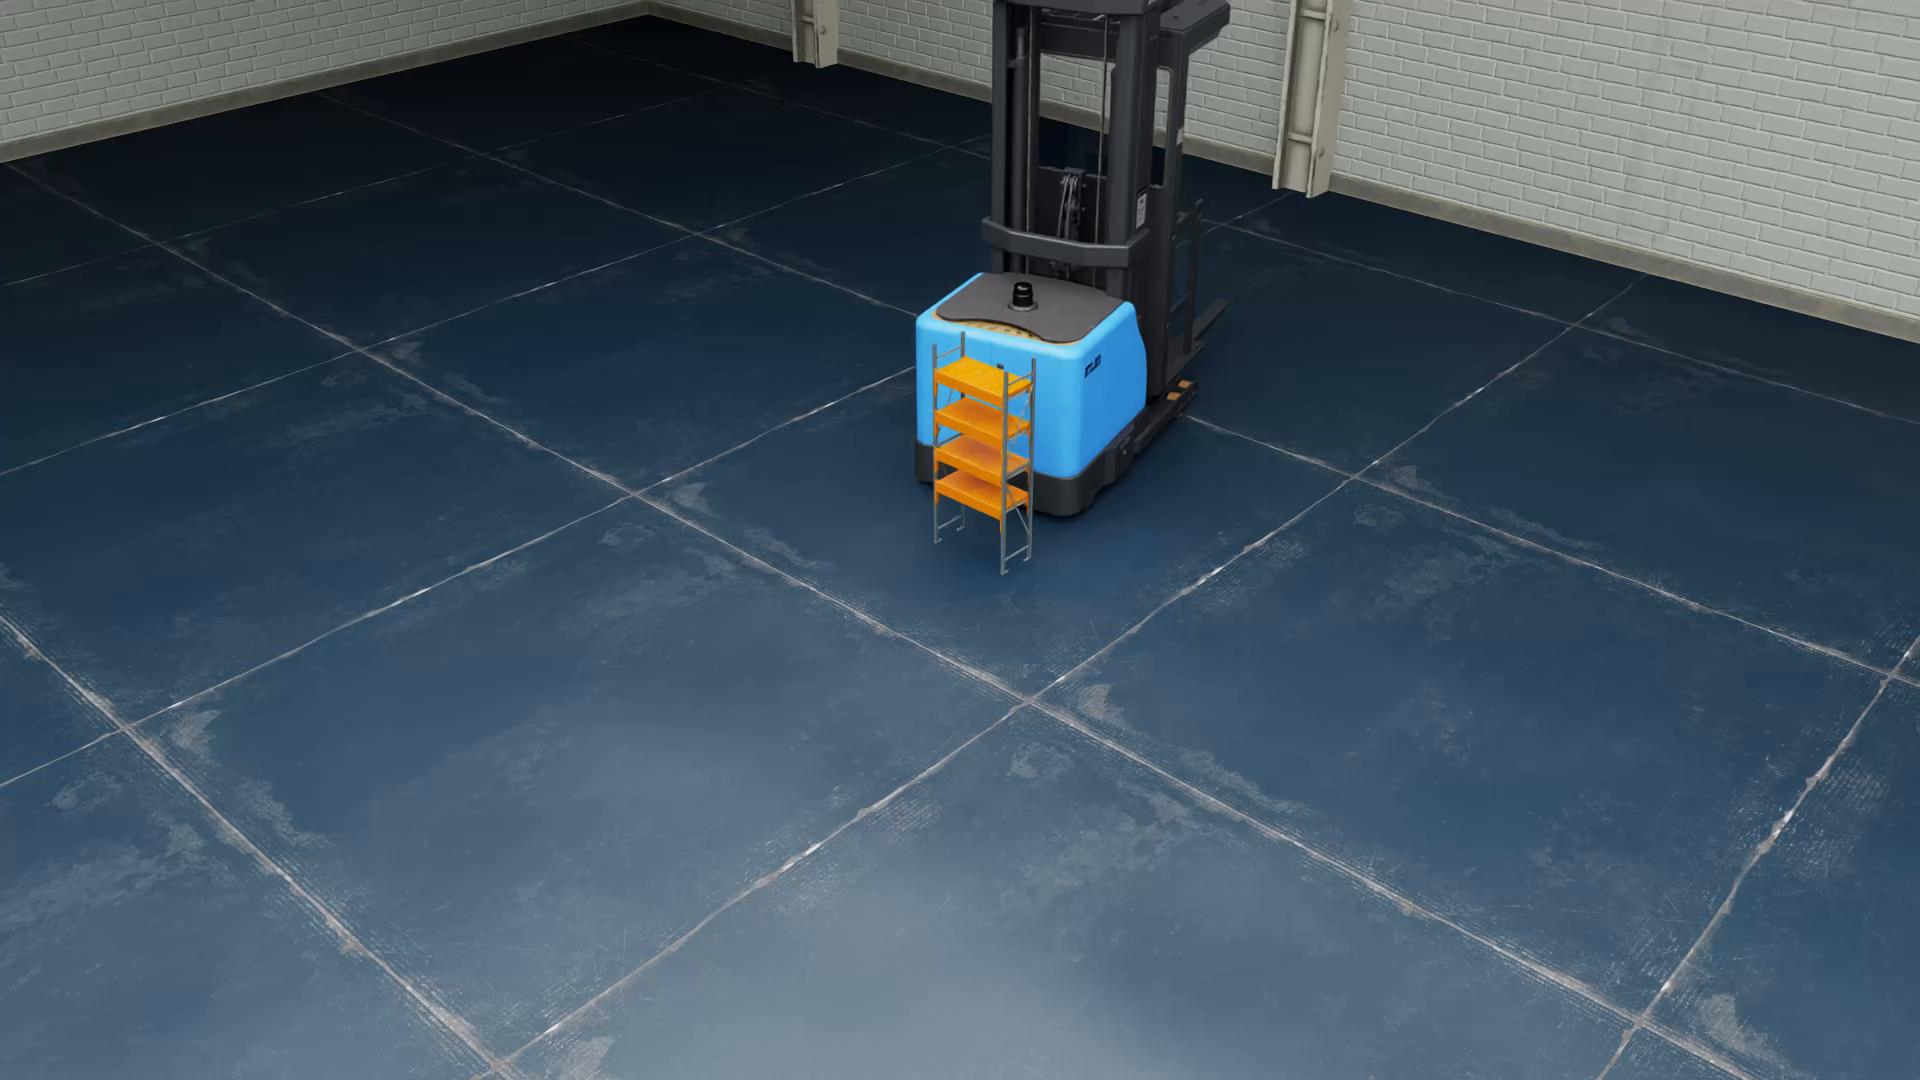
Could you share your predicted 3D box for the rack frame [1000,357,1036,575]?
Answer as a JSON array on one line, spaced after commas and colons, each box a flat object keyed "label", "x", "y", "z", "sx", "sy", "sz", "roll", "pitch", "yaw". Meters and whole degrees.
[{"label": "rack frame", "x": 0.304, "y": -0.372, "z": 8.705, "sx": 0.015, "sy": 1.200, "sz": 0.240, "roll": 25, "pitch": 39, "yaw": 35}]

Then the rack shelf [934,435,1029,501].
[{"label": "rack shelf", "x": 0.123, "y": -0.399, "z": 8.880, "sx": 0.480, "sy": 0.148, "sz": 0.258, "roll": 25, "pitch": 39, "yaw": 35}]

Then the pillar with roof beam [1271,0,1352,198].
[{"label": "pillar with roof beam", "x": 0.031, "y": -5.220, "z": 9.196, "sx": 0.400, "sy": 9.000, "sz": 9.100, "roll": 25, "pitch": 39, "yaw": 35}]

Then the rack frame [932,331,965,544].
[{"label": "rack frame", "x": -0.058, "y": -0.541, "z": 8.986, "sx": 0.015, "sy": 1.200, "sz": 0.240, "roll": 25, "pitch": 39, "yaw": 35}]

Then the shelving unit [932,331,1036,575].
[{"label": "shelving unit", "x": 0.123, "y": -0.457, "z": 8.845, "sx": 0.503, "sy": 1.200, "sz": 0.258, "roll": 25, "pitch": 39, "yaw": 35}]

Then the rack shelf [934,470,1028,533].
[{"label": "rack shelf", "x": 0.123, "y": -0.229, "z": 8.982, "sx": 0.480, "sy": 0.148, "sz": 0.258, "roll": 25, "pitch": 39, "yaw": 35}]

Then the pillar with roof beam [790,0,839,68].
[{"label": "pillar with roof beam", "x": -4.418, "y": -7.296, "z": 12.645, "sx": 0.400, "sy": 9.000, "sz": 9.100, "roll": 25, "pitch": 39, "yaw": 35}]

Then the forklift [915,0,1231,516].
[{"label": "forklift", "x": 0.872, "y": -2.125, "z": 9.938, "sx": 1.130, "sy": 2.935, "sz": 3.031, "roll": 15, "pitch": 34, "yaw": 24}]

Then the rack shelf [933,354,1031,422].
[{"label": "rack shelf", "x": 0.123, "y": -0.793, "z": 8.643, "sx": 0.480, "sy": 0.148, "sz": 0.258, "roll": 25, "pitch": 39, "yaw": 35}]

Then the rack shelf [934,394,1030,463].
[{"label": "rack shelf", "x": 0.123, "y": -0.591, "z": 8.765, "sx": 0.480, "sy": 0.148, "sz": 0.258, "roll": 25, "pitch": 39, "yaw": 35}]
